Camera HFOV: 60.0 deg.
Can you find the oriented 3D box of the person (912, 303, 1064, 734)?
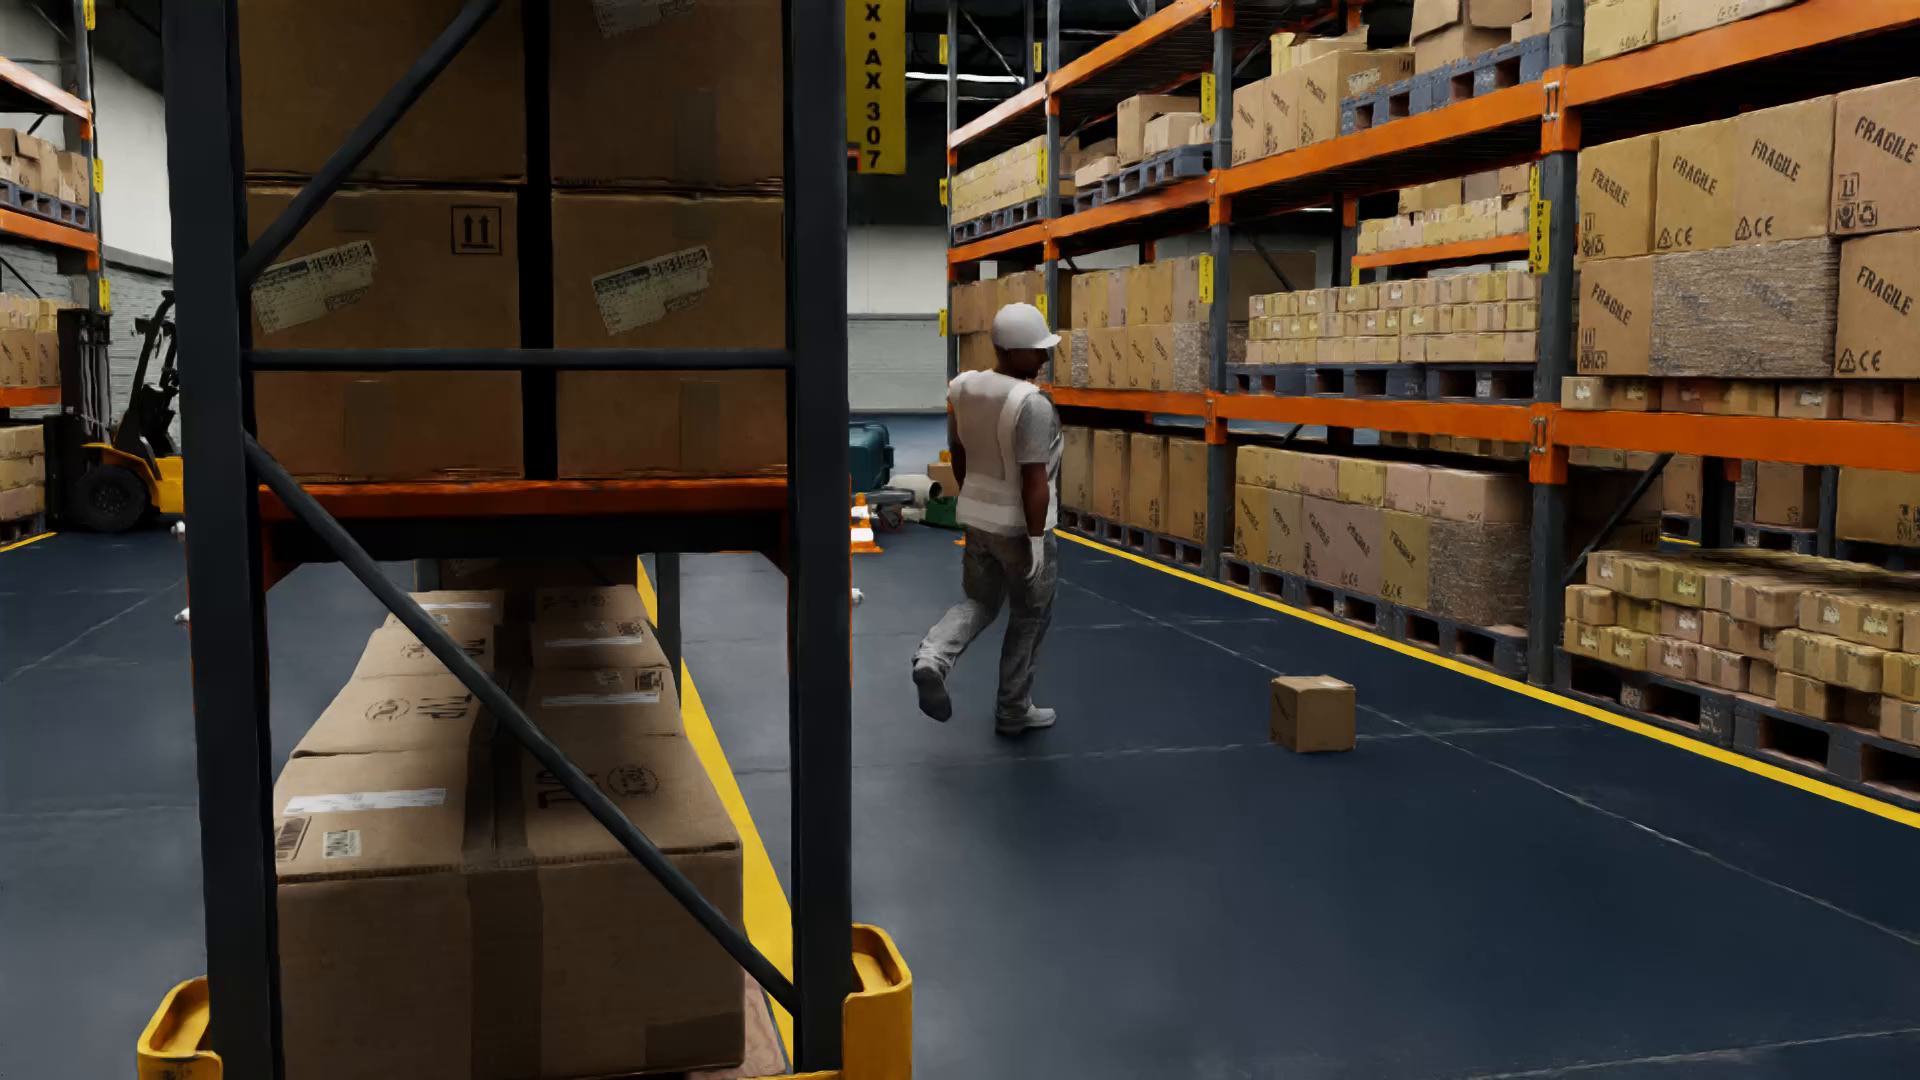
[{"bbox_3d":[0.185,-0.055,6.561,0.775,1.731,0.618,-5,8,-42],"label":"person"}]
